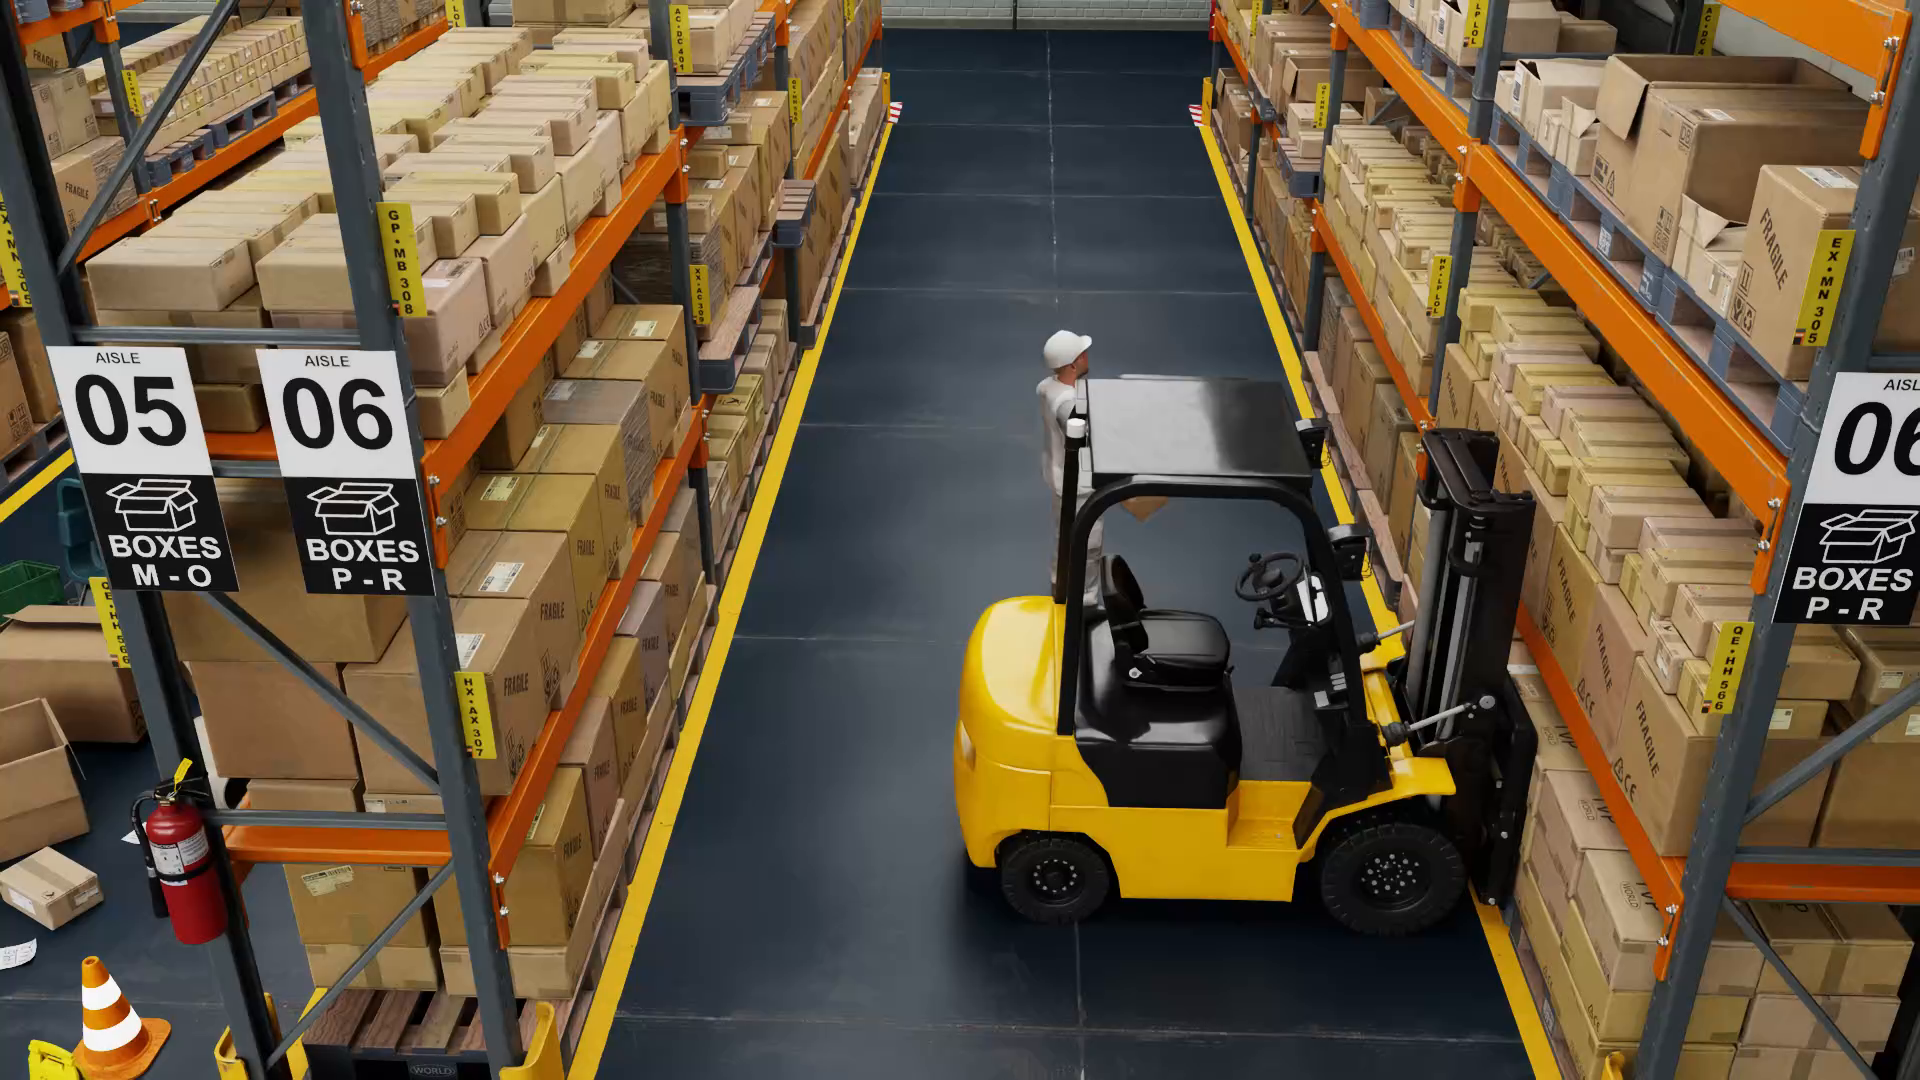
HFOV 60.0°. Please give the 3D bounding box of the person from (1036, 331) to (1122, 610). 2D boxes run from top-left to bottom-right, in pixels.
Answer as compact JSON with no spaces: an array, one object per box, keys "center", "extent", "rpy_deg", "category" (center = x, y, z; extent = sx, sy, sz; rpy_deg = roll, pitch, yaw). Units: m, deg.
[{"center":[0.692,-0.302,9.157],"extent":[0.514,1.794,0.560],"rpy_deg":[-7,28,-12],"category":"person"}]
